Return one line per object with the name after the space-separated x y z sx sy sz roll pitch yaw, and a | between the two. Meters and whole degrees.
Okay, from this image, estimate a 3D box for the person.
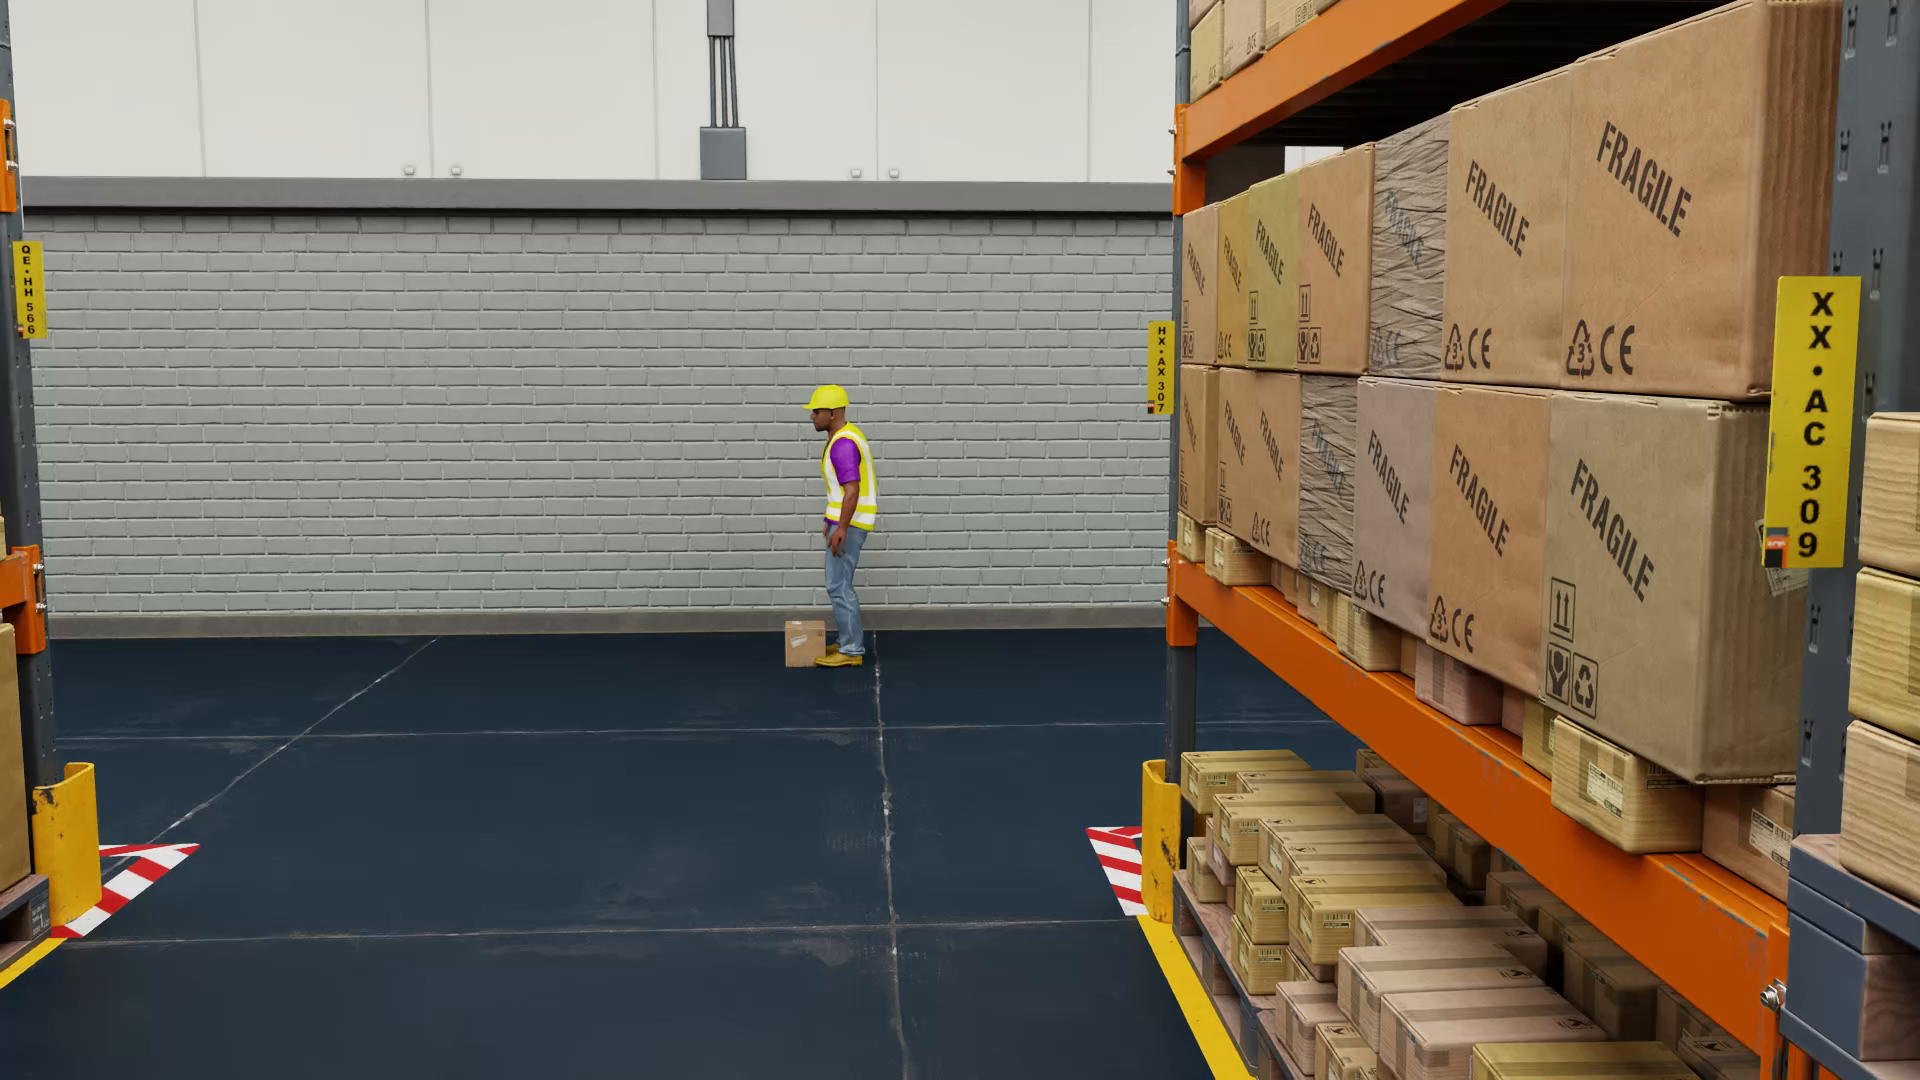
-0.754 -0.094 10.454 0.455 1.761 0.635 -1 7 -7 | person
